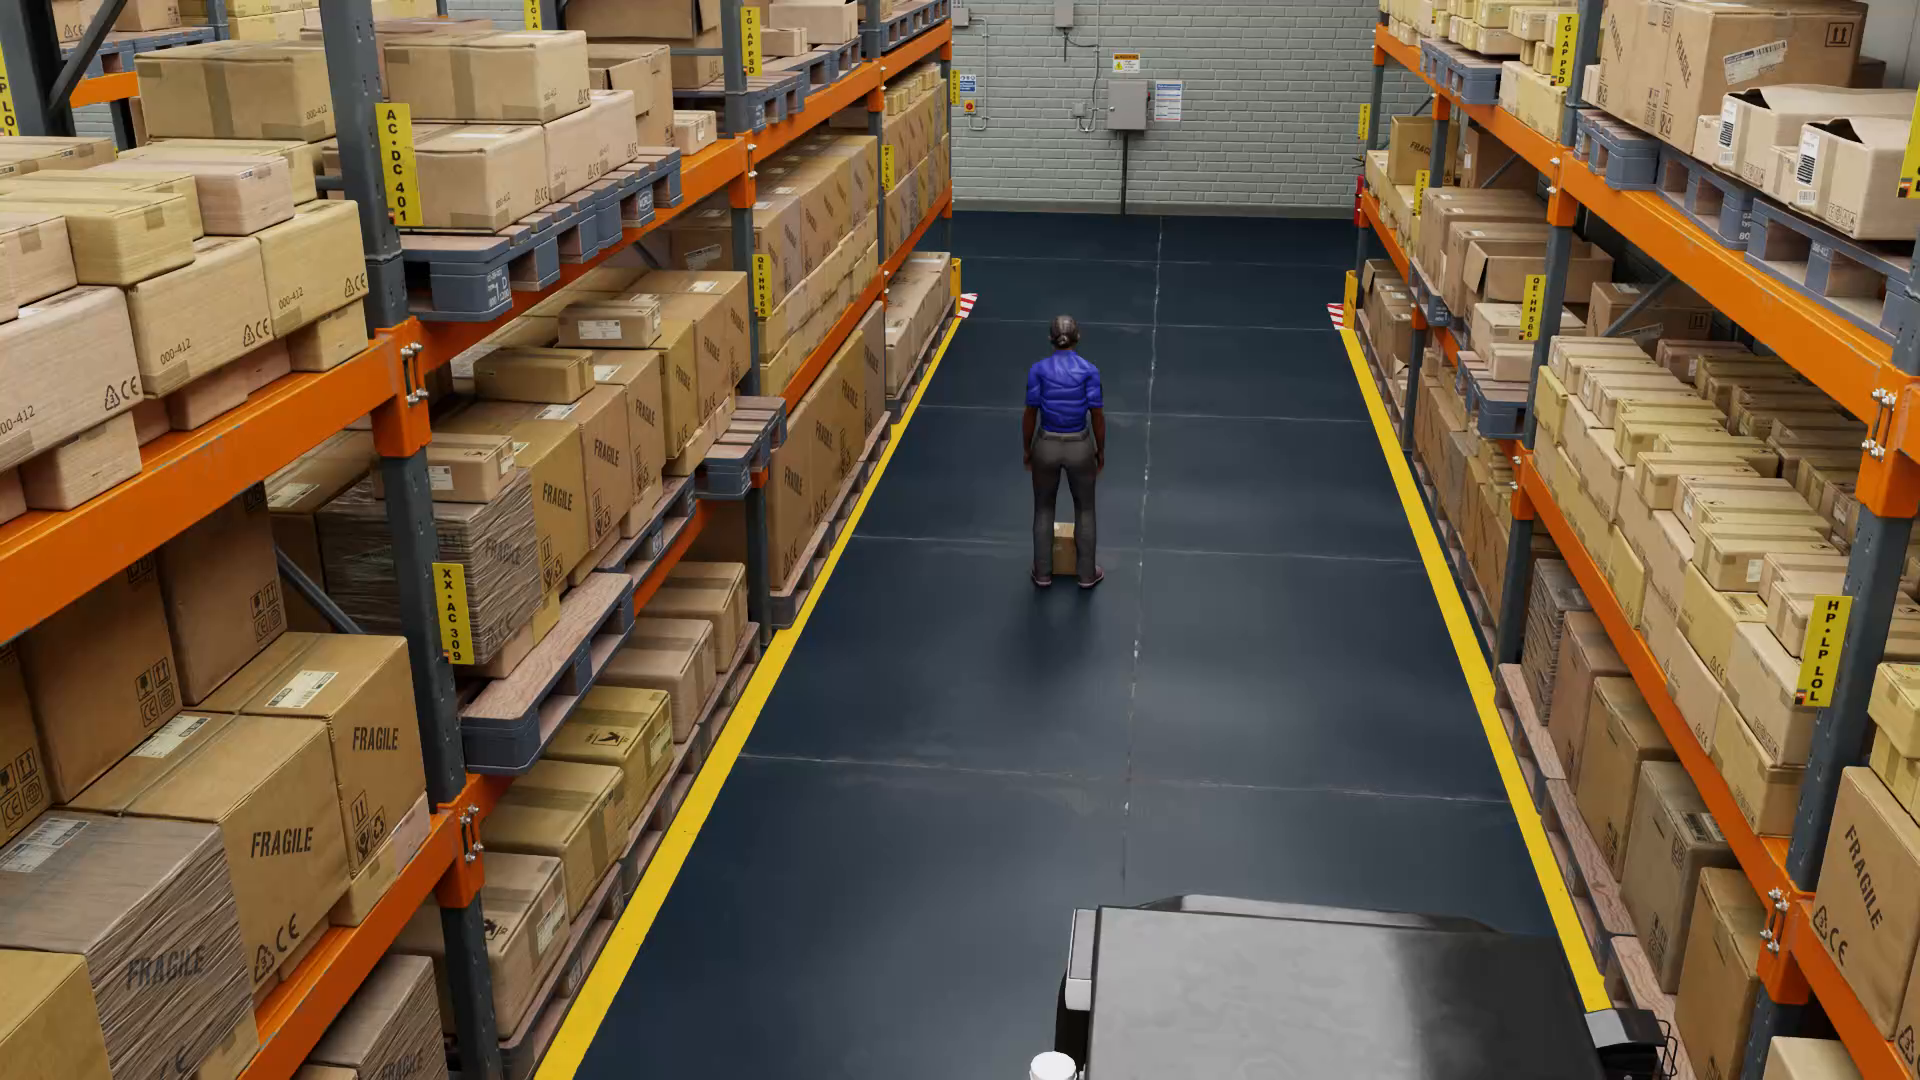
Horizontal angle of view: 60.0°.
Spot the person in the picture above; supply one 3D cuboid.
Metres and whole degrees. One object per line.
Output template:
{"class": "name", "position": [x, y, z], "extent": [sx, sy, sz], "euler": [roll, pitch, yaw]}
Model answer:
{"class": "person", "position": [0.624, -0.517, 9.916], "extent": [0.507, 1.655, 0.347], "euler": [3, 21, 6]}
